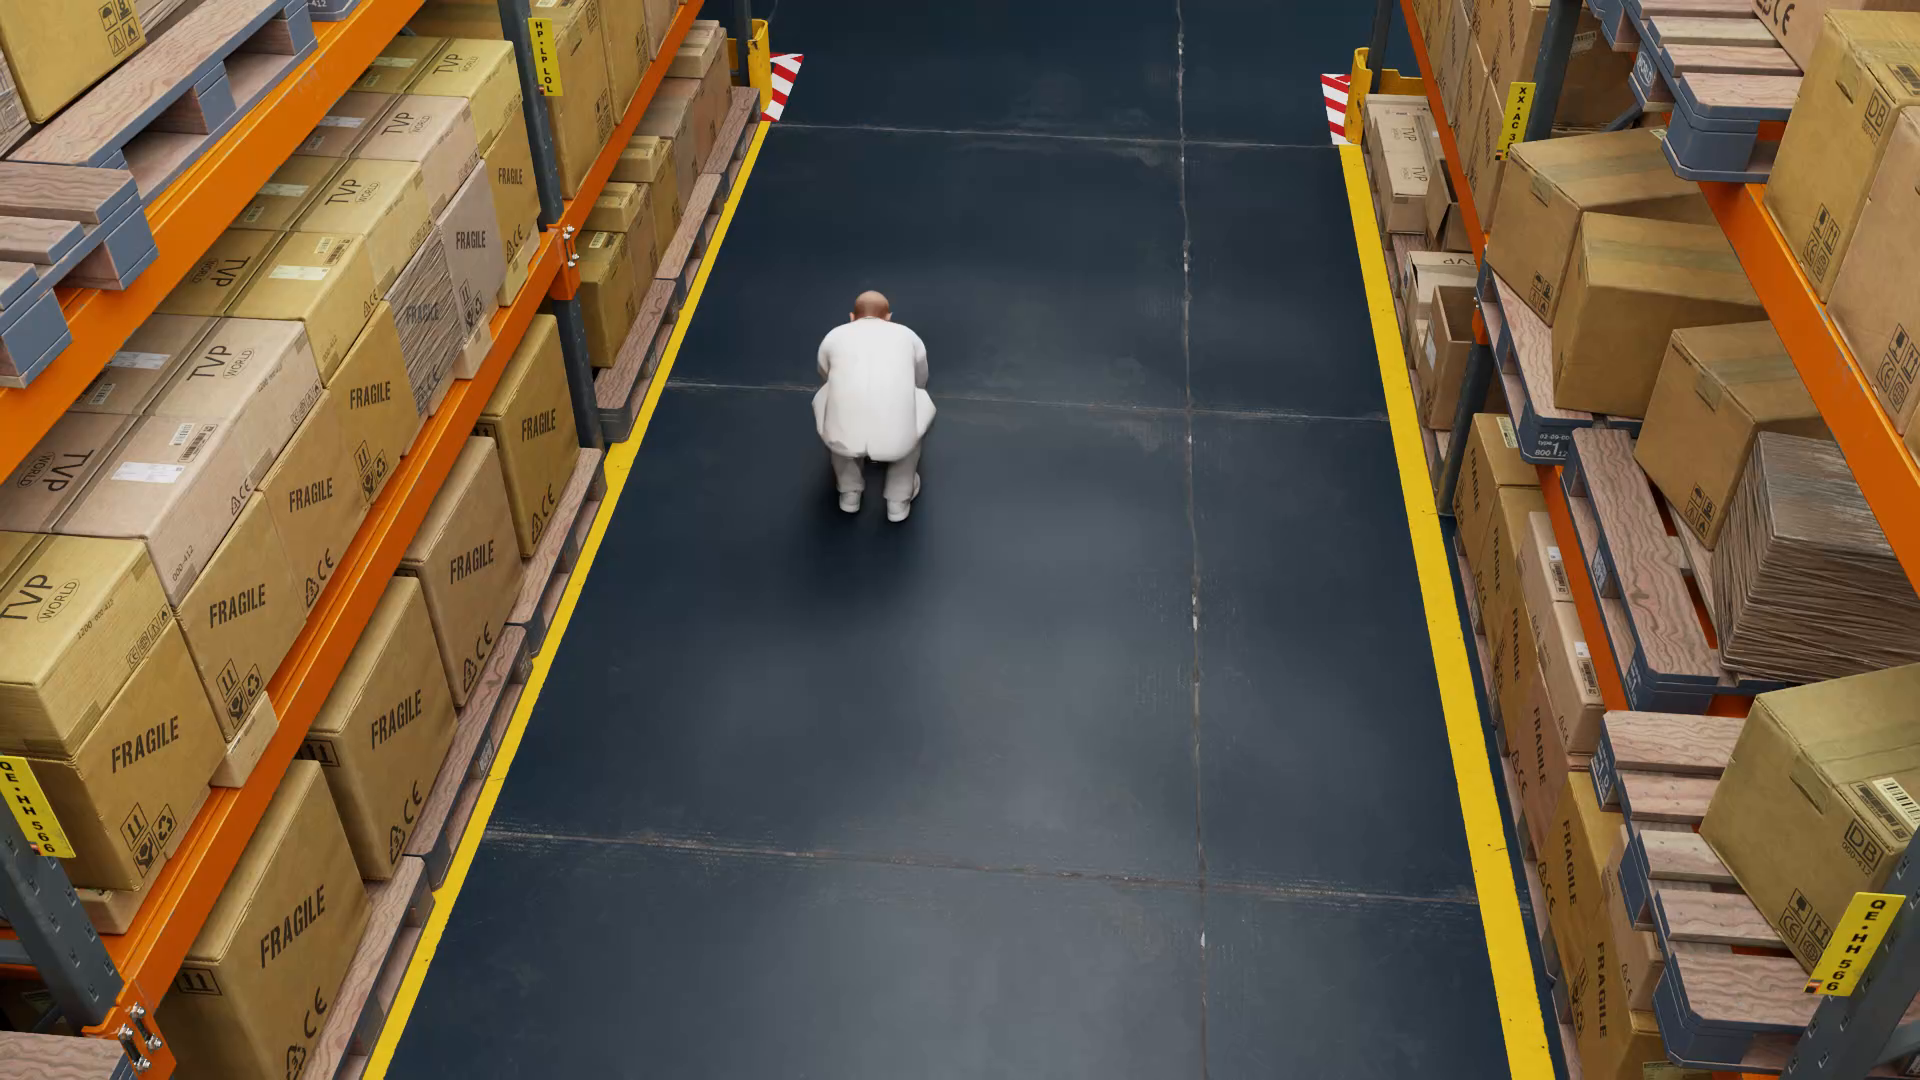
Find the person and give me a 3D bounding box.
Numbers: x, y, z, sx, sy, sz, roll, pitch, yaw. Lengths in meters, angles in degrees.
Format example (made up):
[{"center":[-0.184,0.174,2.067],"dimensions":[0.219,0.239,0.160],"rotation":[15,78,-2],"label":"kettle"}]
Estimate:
[{"center":[-0.387,-0.591,7.674],"dimensions":[0.570,0.810,0.933],"rotation":[2,40,3],"label":"person"}]
